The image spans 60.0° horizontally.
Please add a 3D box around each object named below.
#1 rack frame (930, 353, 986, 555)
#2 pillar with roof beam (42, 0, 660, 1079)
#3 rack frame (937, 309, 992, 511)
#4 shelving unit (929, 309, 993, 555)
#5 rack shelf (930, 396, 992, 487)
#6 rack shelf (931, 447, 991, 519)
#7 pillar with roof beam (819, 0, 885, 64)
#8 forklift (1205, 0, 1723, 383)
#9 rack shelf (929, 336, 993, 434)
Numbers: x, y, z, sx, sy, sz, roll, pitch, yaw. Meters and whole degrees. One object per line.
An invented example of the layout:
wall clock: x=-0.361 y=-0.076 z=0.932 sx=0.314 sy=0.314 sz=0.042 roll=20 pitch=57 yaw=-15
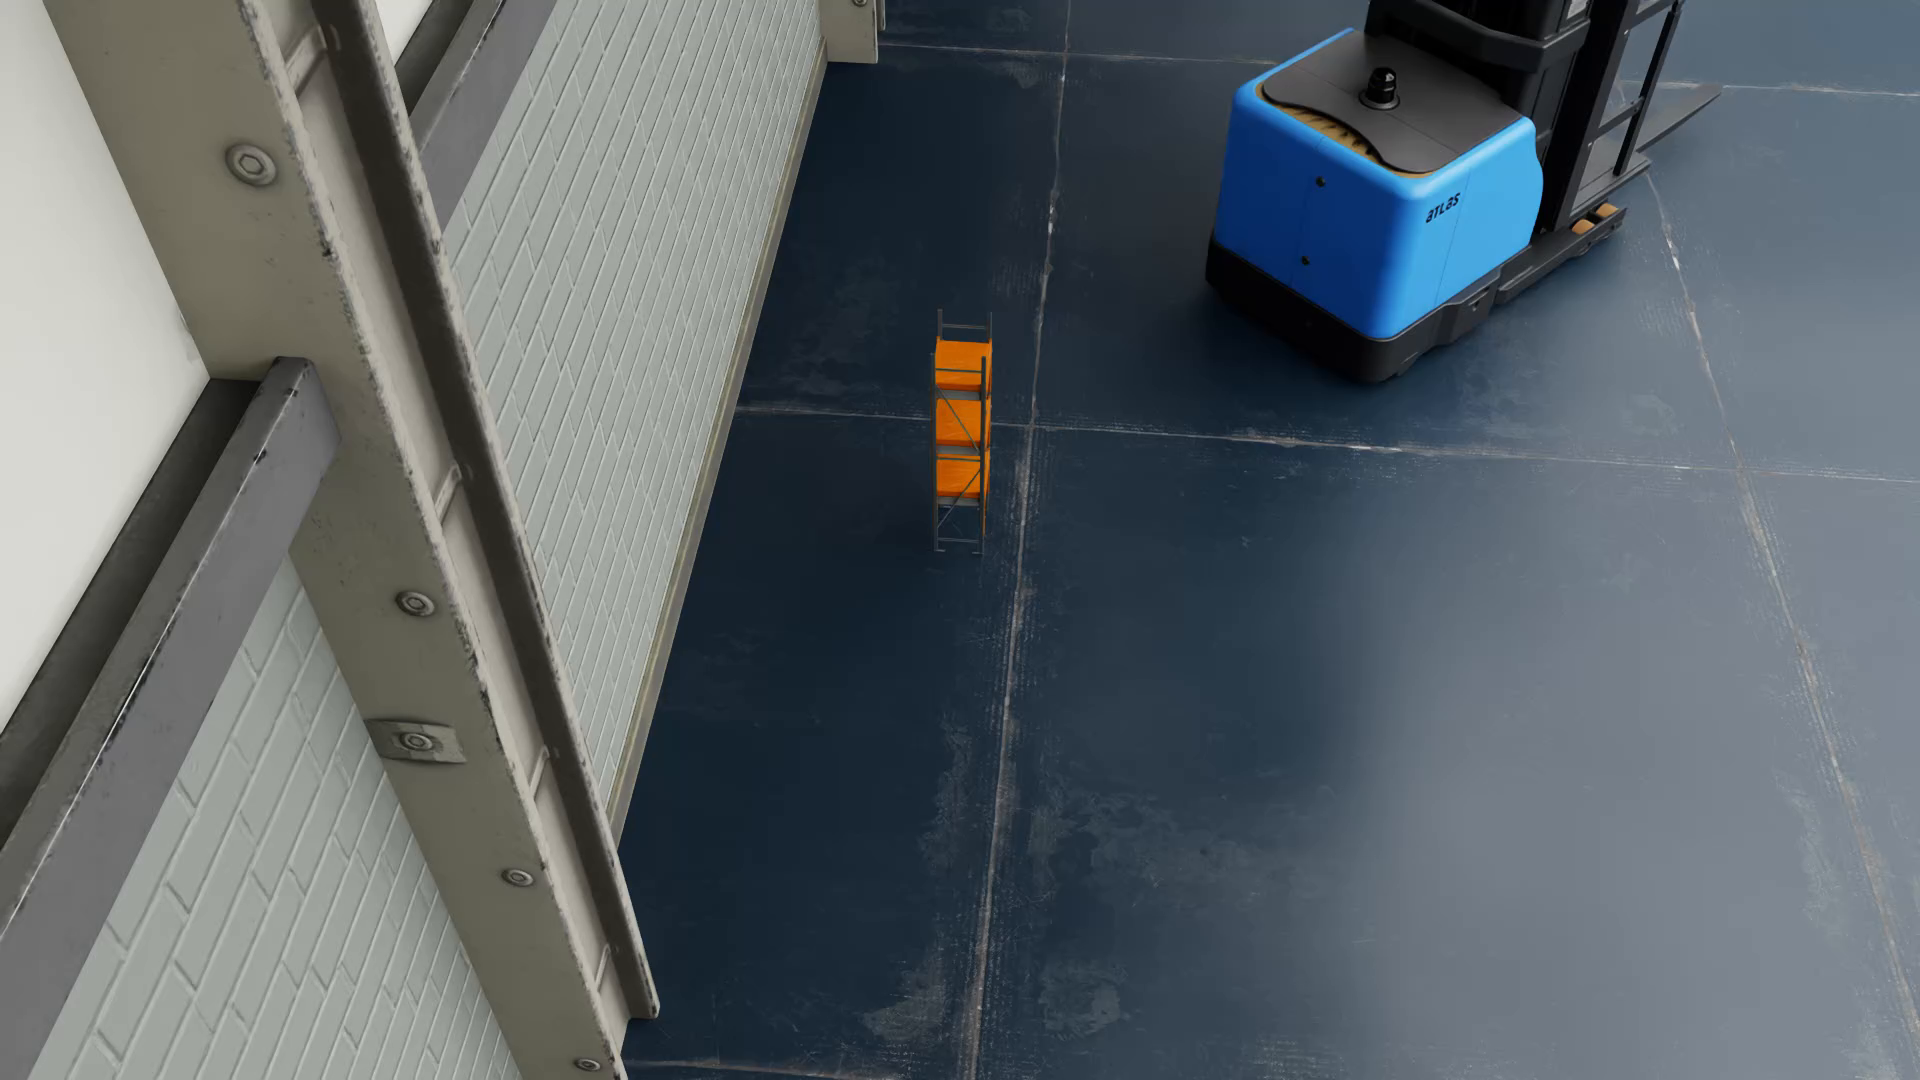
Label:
rack frame: x=-0.006 y=-0.304 z=6.317 sx=0.200 sy=1.050 sz=0.008 roll=4 pitch=48 yaw=4
pillar with roof beam: x=3.146 y=-1.116 z=1.672 sx=9.100 sy=9.000 sz=0.400 roll=4 pitch=48 yaw=4
rack frame: x=0.016 y=-0.483 z=6.481 sx=0.200 sy=1.050 sz=0.008 roll=4 pitch=48 yaw=4
shelving unit: x=0.005 y=-0.394 z=6.399 sx=0.215 sy=1.050 sz=0.252 roll=4 pitch=48 yaw=4
rack shelf: x=0.005 y=-0.386 z=6.406 sx=0.215 sy=0.259 sz=0.240 roll=4 pitch=48 yaw=4
rack shelf: x=0.005 y=-0.199 z=6.611 sx=0.215 sy=0.259 sz=0.240 roll=4 pitch=48 yaw=4
pillar with roof beam: x=3.693 y=-5.525 z=5.705 sx=9.100 sy=9.000 sz=0.400 roll=4 pitch=48 yaw=4
forklift: x=2.586 y=-2.625 z=7.164 sx=3.031 sy=2.935 sz=1.130 roll=-33 pitch=55 yaw=-26
rack shelf: x=0.005 y=-0.578 z=6.197 sx=0.215 sy=0.259 sz=0.240 roll=4 pitch=48 yaw=4
